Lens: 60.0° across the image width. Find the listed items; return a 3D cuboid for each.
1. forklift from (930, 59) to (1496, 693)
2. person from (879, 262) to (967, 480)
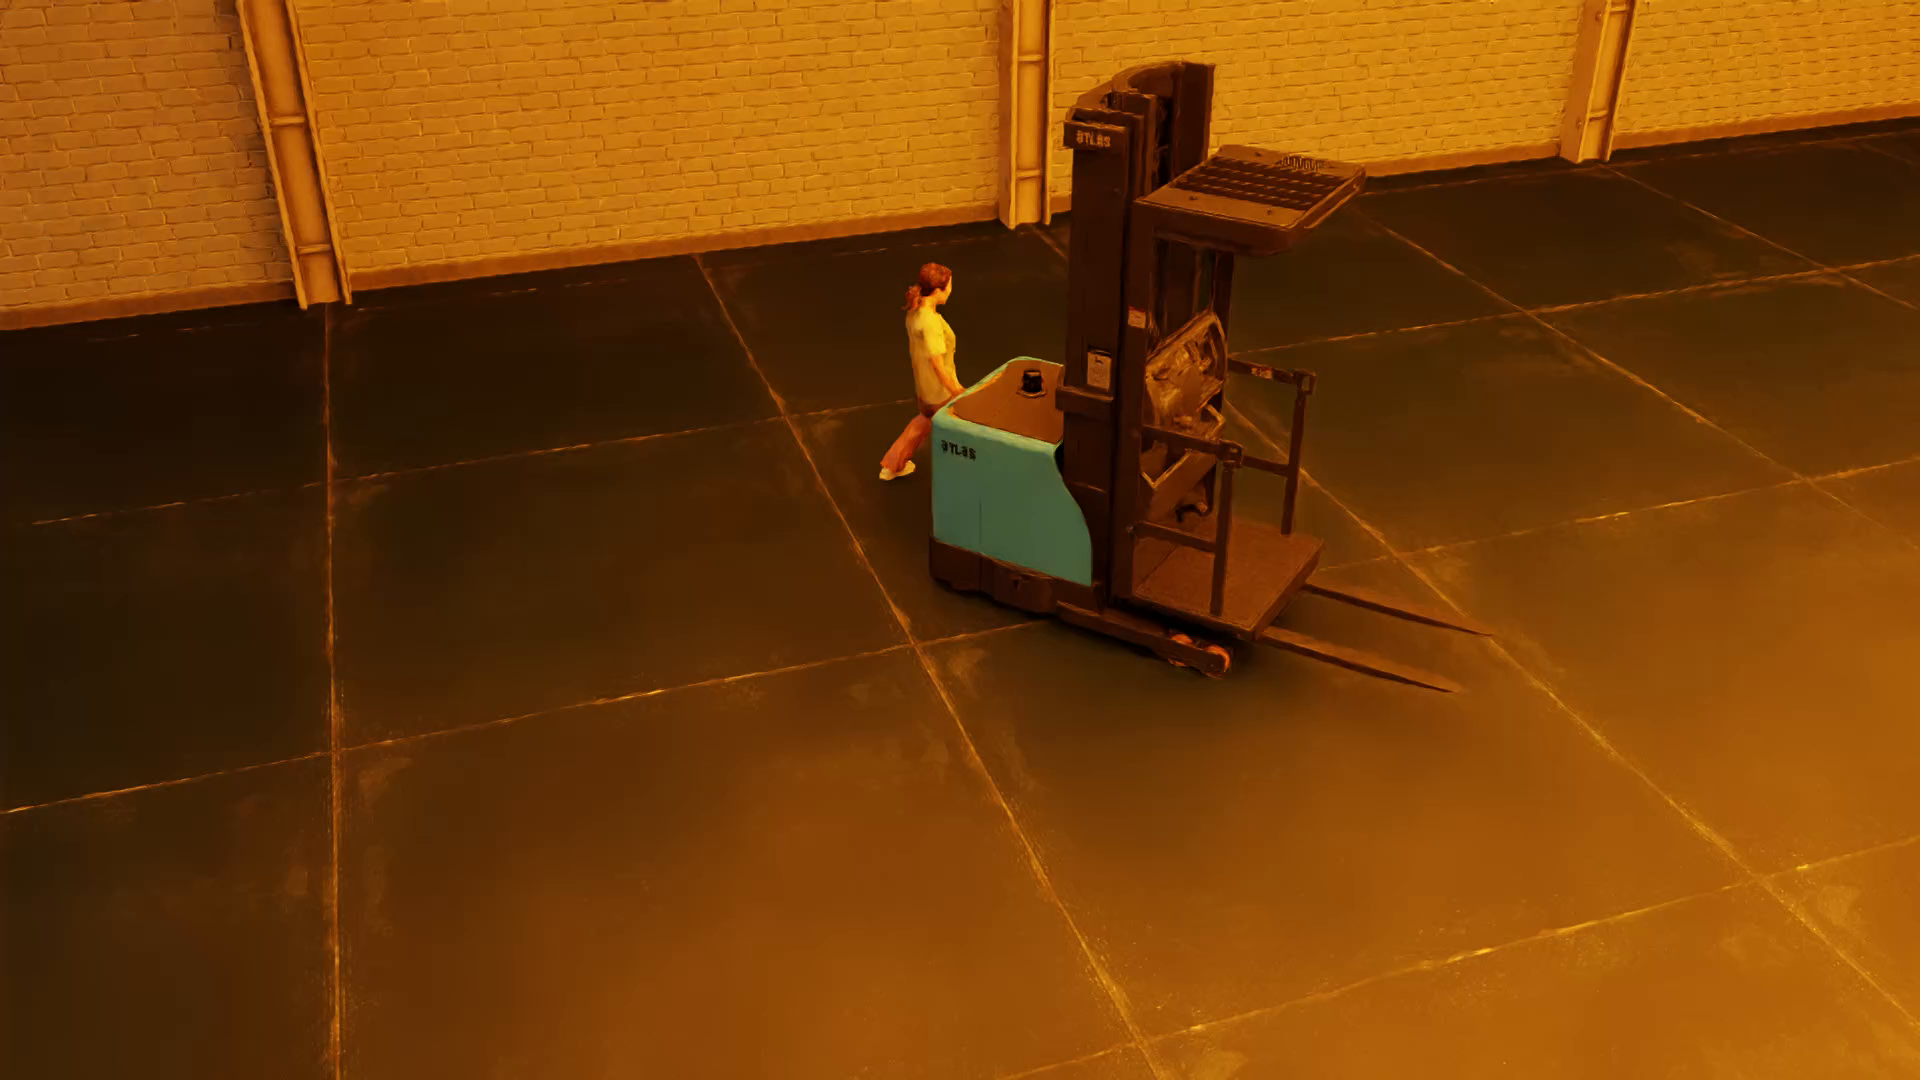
[{"bbox_3d":[1.357,-0.852,8.568,3.031,2.935,1.130,17,34,27],"label":"forklift"},{"bbox_3d":[-0.132,-0.983,10.186,0.688,1.510,0.874,-9,31,-15],"label":"person"}]
